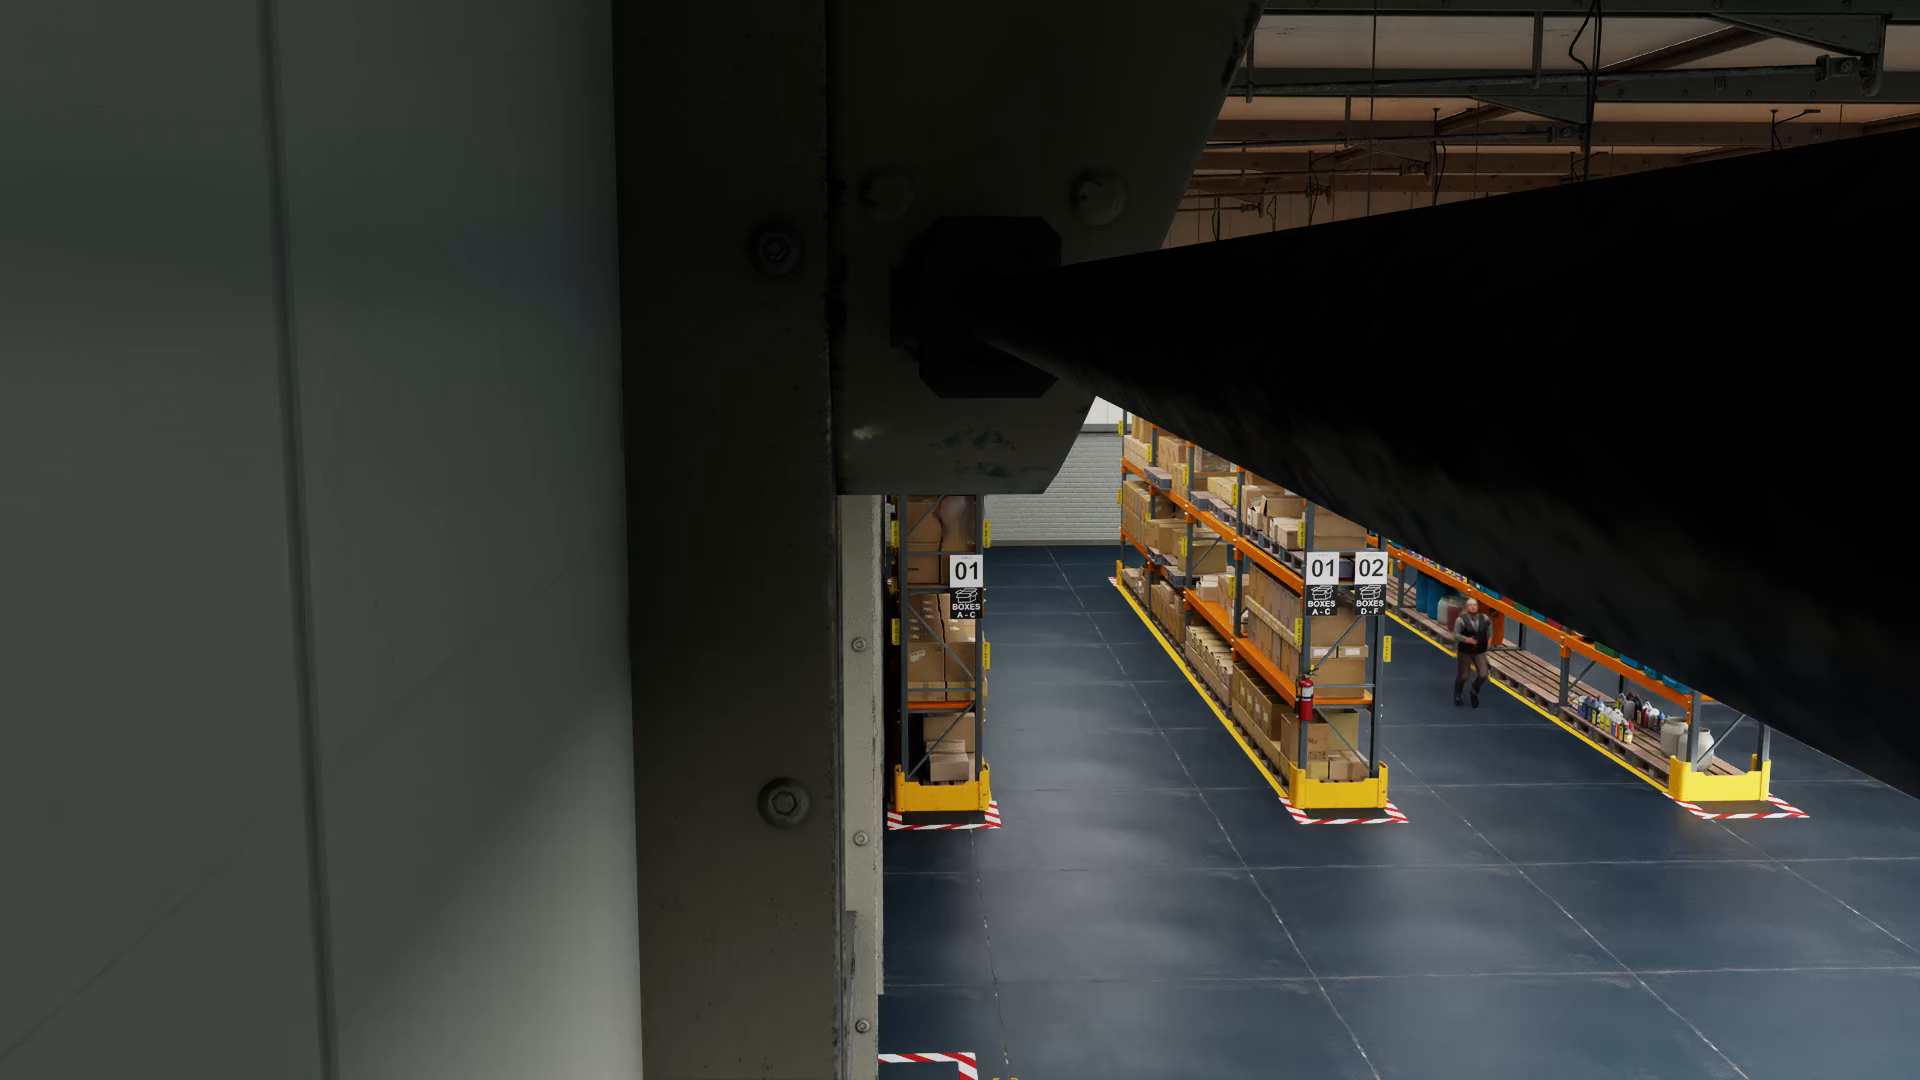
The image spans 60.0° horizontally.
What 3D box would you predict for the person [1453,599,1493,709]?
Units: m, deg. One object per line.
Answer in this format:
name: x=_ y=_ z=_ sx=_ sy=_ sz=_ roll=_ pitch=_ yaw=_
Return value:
person: x=7.855 y=1.735 z=25.471 sx=0.664 sy=1.693 sz=0.848 roll=0 pitch=8 yaw=3
